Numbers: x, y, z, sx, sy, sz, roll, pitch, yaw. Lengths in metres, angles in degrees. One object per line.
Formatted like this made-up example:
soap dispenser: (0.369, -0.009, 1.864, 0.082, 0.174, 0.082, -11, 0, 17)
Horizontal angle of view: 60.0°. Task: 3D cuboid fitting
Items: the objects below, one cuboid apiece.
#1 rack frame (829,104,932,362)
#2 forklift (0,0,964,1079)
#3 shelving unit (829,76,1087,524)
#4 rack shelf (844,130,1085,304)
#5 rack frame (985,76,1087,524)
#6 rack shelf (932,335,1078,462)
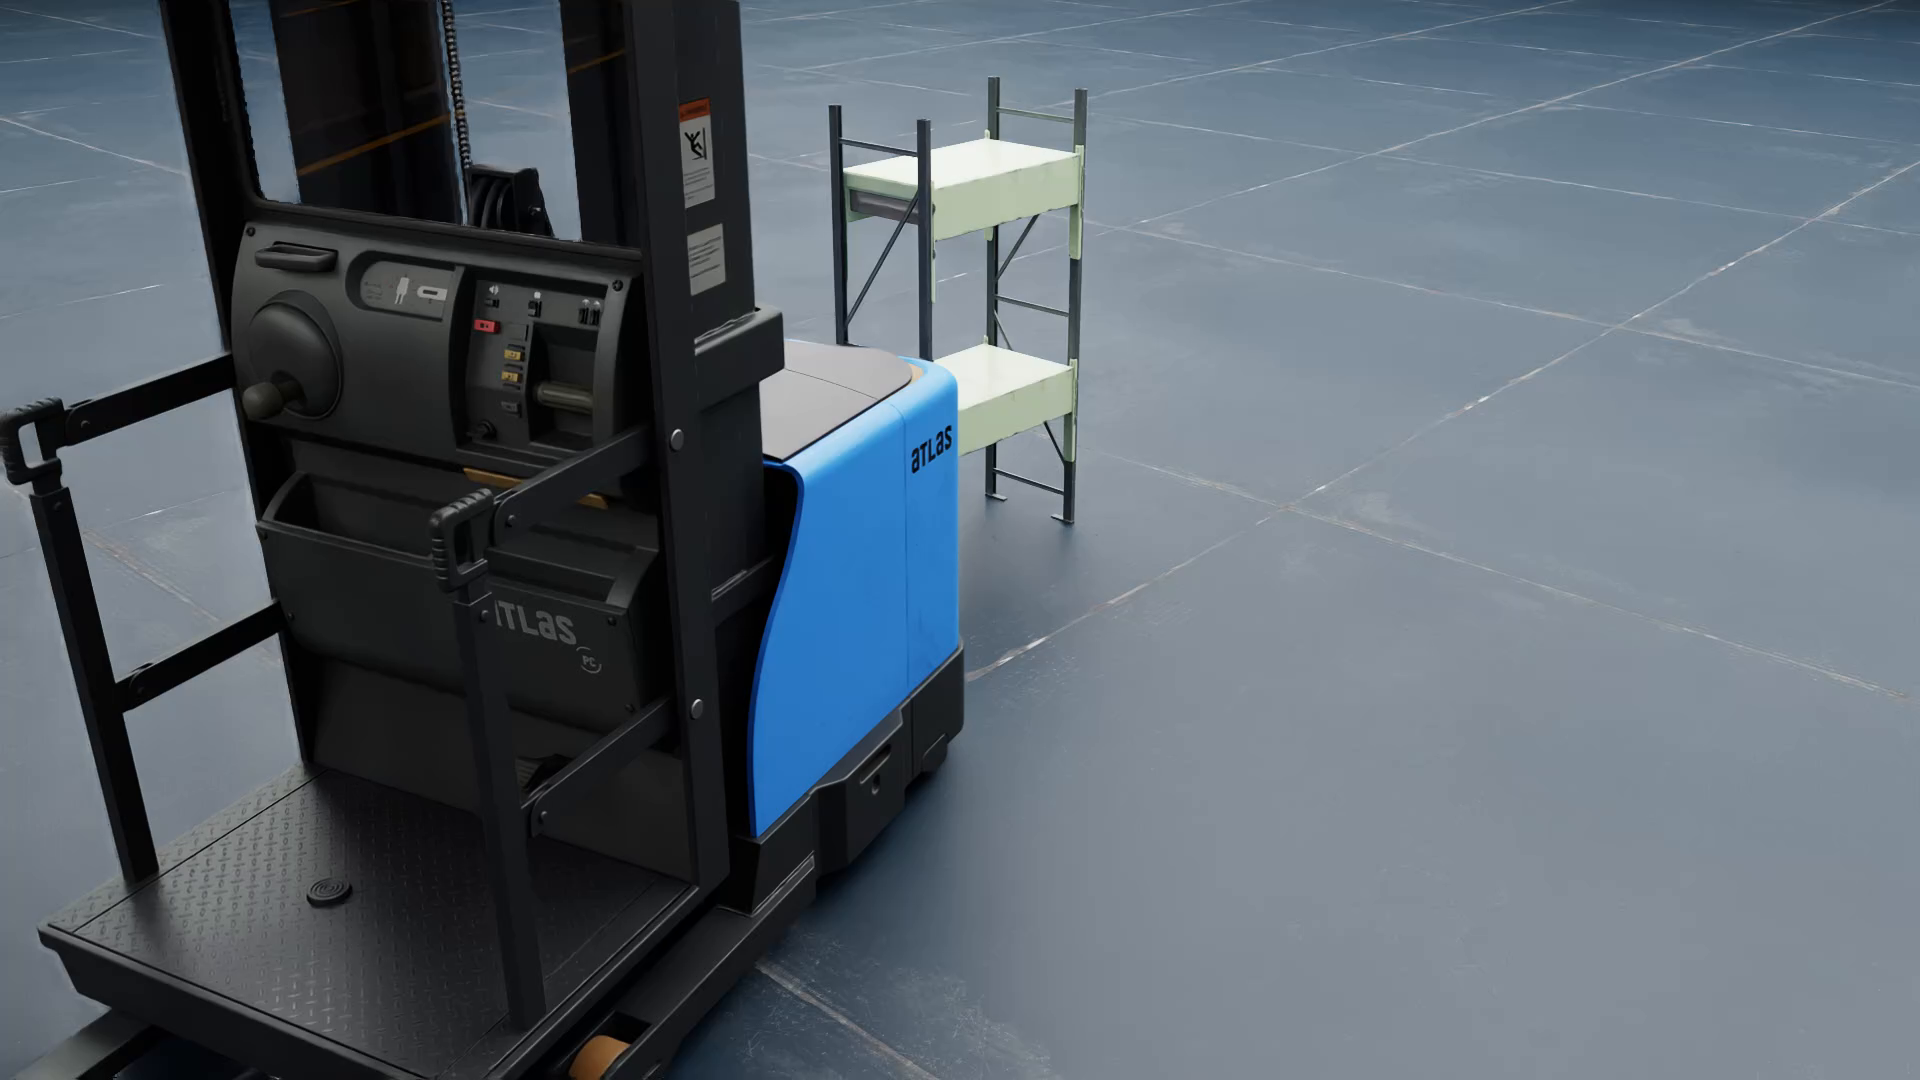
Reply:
rack frame: (-0.240, -0.575, 5.199, 0.400, 1.500, 0.023, 20, 31, 38)
forklift: (-1.094, -0.340, 2.926, 1.130, 2.935, 3.031, 11, 27, 24)
shelving unit: (0.004, -0.686, 5.448, 0.431, 1.500, 0.755, 20, 31, 38)
rack shelf: (0.004, -1.042, 5.288, 0.431, 0.370, 0.720, 20, 31, 38)
rack frame: (0.249, -0.798, 5.696, 0.400, 1.500, 0.023, 20, 31, 38)
rack shelf: (0.004, -0.389, 5.581, 0.431, 0.370, 0.720, 20, 31, 38)
